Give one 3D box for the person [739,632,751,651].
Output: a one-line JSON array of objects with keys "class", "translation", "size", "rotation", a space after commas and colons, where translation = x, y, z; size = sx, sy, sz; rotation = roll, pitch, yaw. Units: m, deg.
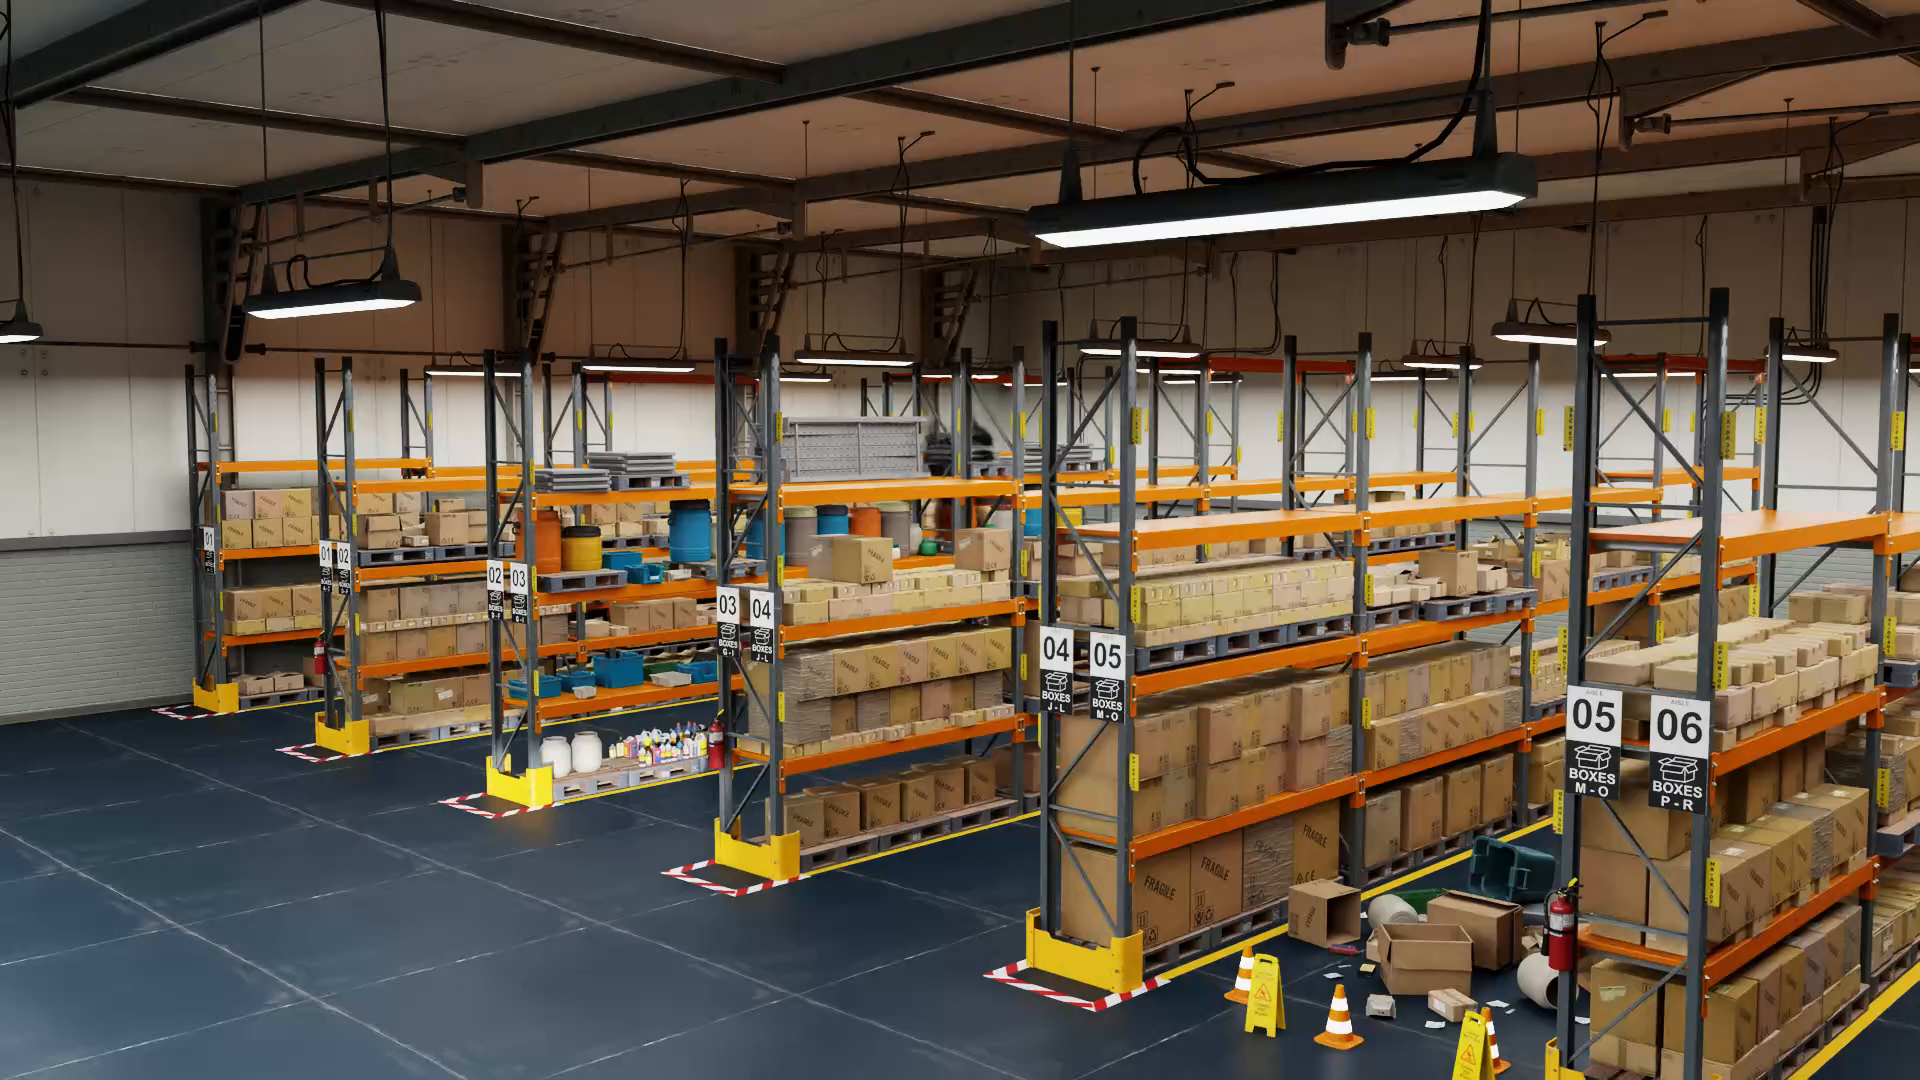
[{"class": "person", "translation": [-3.595, 1.431, 27.514], "size": [0.628, 0.897, 0.649], "rotation": [4, 6, 42]}]
